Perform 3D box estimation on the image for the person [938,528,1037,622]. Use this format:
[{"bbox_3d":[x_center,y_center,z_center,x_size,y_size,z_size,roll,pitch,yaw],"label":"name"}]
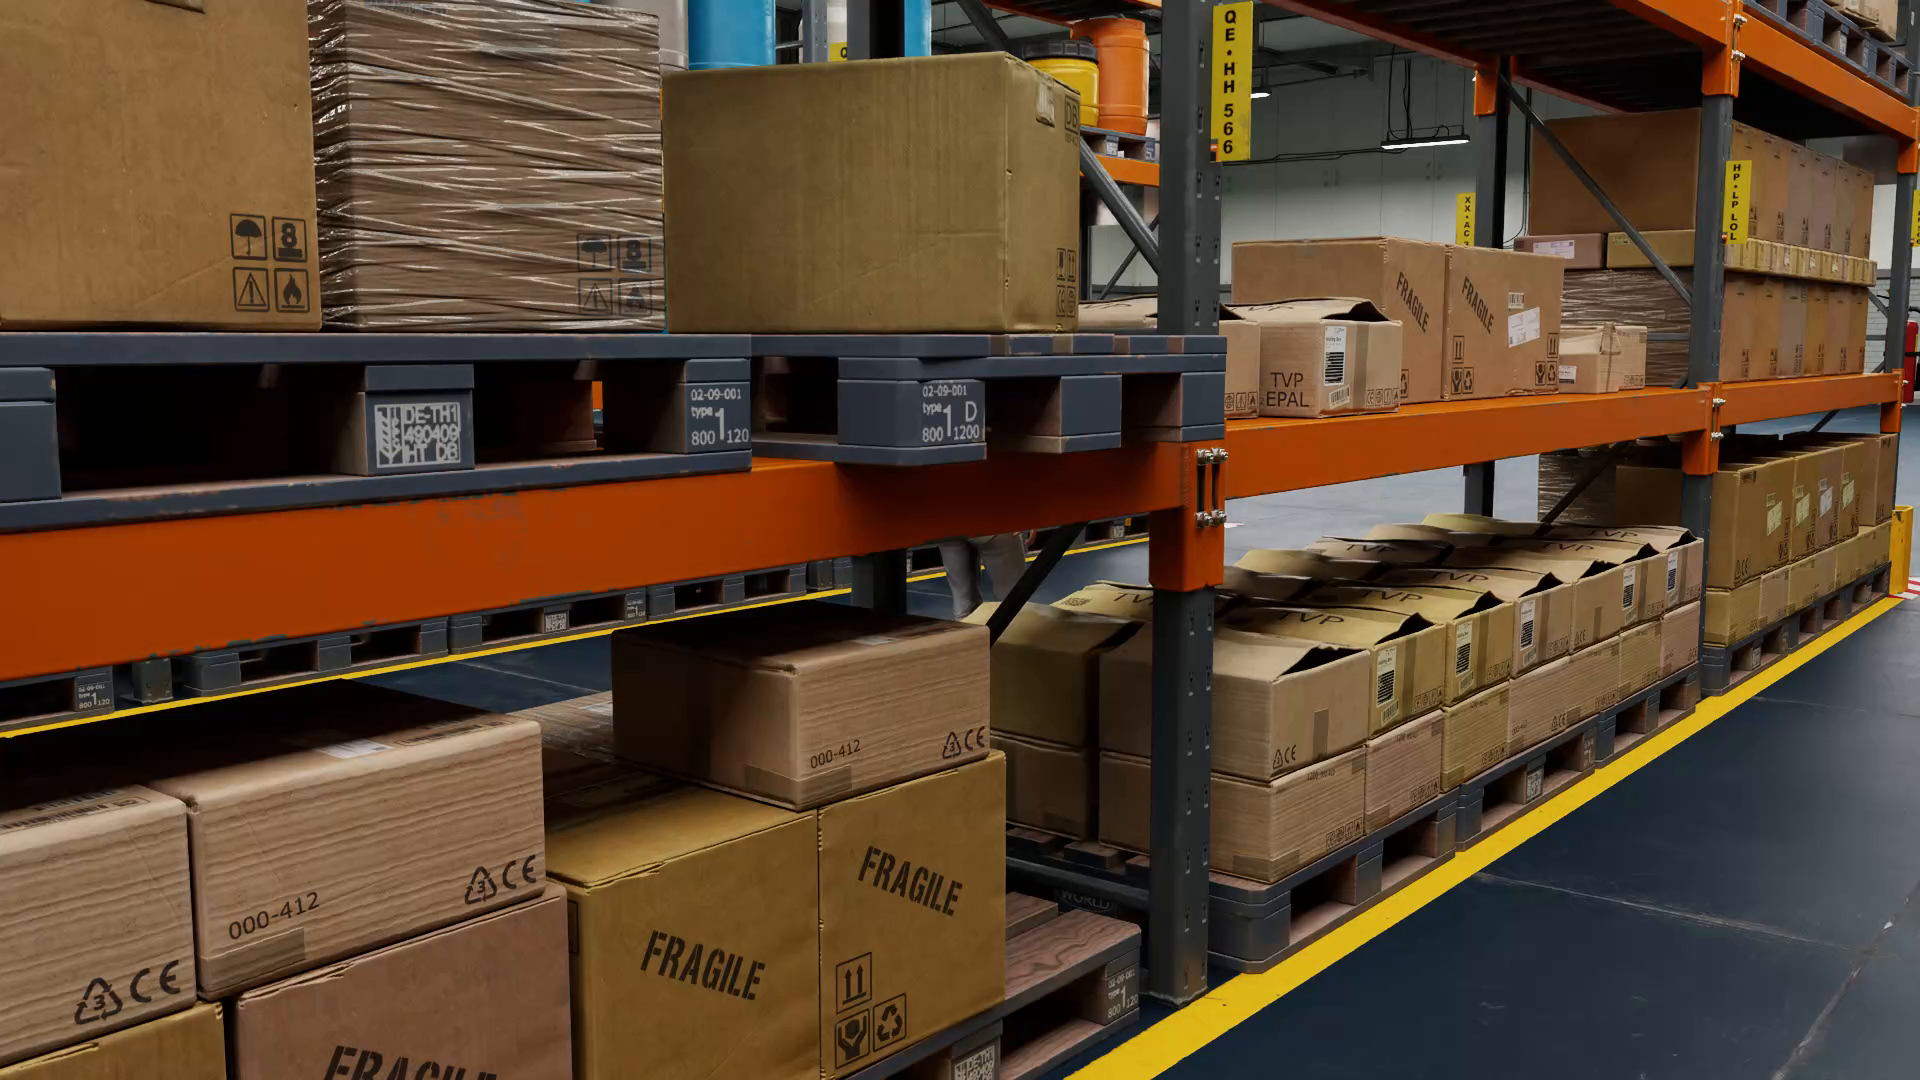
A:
[{"bbox_3d":[0.117,-0.078,6.430,0.519,1.599,0.473,6,9,39],"label":"person"}]
